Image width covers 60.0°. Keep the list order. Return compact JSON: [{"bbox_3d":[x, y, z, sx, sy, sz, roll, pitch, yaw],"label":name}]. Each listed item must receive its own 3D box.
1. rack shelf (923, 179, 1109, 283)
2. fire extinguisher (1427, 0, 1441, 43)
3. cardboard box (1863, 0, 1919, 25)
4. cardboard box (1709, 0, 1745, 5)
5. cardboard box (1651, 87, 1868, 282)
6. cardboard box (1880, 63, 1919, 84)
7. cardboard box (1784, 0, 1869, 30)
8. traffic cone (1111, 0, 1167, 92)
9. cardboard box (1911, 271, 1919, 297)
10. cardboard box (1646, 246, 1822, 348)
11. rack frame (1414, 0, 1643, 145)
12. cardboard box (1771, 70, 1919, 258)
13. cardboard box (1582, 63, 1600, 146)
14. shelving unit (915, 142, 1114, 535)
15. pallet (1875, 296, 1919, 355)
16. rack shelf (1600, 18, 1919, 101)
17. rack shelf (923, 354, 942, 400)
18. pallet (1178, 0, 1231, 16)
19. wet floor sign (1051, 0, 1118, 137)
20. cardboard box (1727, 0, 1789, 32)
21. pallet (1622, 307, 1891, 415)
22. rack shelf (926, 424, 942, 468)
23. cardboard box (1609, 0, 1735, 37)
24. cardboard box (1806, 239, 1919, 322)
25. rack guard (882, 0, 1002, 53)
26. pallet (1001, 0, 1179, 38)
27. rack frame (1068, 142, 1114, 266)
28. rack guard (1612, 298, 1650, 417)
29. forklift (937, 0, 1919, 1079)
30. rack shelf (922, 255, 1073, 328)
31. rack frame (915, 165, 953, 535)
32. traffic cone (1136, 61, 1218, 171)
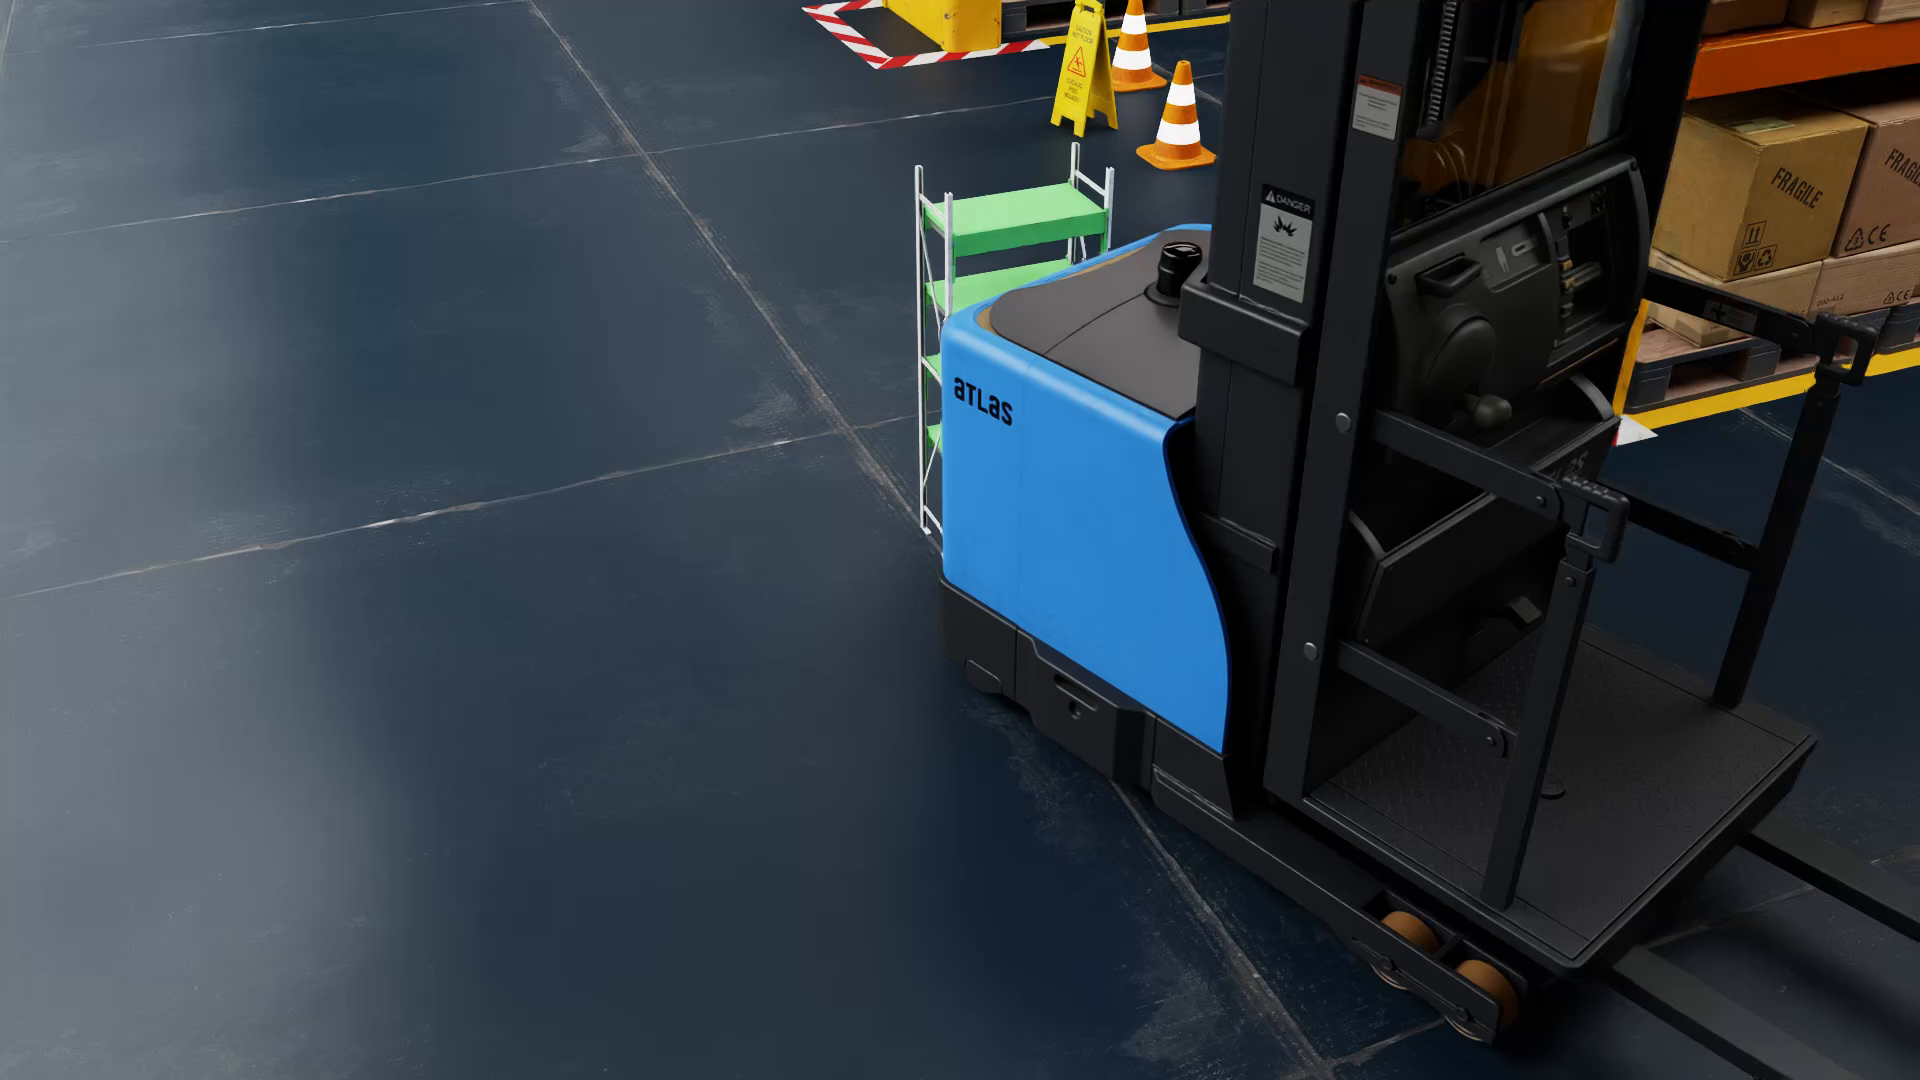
[{"bbox_3d":[0.153,-0.887,4.750,0.480,0.148,0.258,-13,35,-19],"label":"rack shelf"},{"bbox_3d":[1.622,-2.082,5.771,0.183,0.674,0.296,-13,35,-19],"label":"fire extinguisher"},{"bbox_3d":[3.054,-1.876,5.613,0.250,0.149,0.380,-12,35,-18],"label":"cardboard box"},{"bbox_3d":[2.450,-2.034,5.262,0.500,0.500,0.500,-13,35,-20],"label":"cardboard box"},{"bbox_3d":[2.778,-1.282,5.918,0.500,0.500,0.500,-14,36,-21],"label":"cardboard box"},{"bbox_3d":[3.725,-1.496,6.247,0.500,0.500,0.500,-12,35,-18],"label":"cardboard box"},{"bbox_3d":[2.803,-1.845,5.566,0.250,0.149,0.380,-14,36,-20],"label":"cardboard box"},{"bbox_3d":[0.936,-2.710,8.990,0.334,0.463,0.336,-13,35,-19],"label":"traffic cone"},{"bbox_3d":[3.729,-1.188,6.461,0.500,0.250,0.500,-11,35,-16],"label":"cardboard box"},{"bbox_3d":[2.757,-0.962,6.114,0.500,0.250,0.500,-13,35,-19],"label":"cardboard box"},{"bbox_3d":[1.906,-1.907,5.431,0.127,3.000,1.000,-13,35,-19],"label":"rack frame"},{"bbox_3d":[3.259,-1.394,6.091,0.500,0.500,0.500,-14,36,-21],"label":"cardboard box"},{"bbox_3d":[2.544,-1.545,6.323,0.500,0.500,0.500,-13,35,-19],"label":"cardboard box"},{"bbox_3d":[0.153,-0.538,4.977,0.503,1.200,0.258,-13,35,-19],"label":"shelving unit"},{"bbox_3d":[3.862,-1.164,6.845,1.213,0.211,1.003,-13,35,-19],"label":"pallet"},{"bbox_3d":[3.750,-2.028,6.276,4.000,0.370,1.077,-13,35,-19],"label":"rack shelf"},{"bbox_3d":[0.153,-0.484,5.011,0.480,0.148,0.258,-13,35,-19],"label":"rack shelf"},{"bbox_3d":[1.727,-3.670,10.697,1.213,0.211,1.003,-13,35,-19],"label":"pallet"},{"bbox_3d":[0.636,-2.386,8.326,0.232,0.644,0.267,-19,38,-27],"label":"wet floor sign"},{"bbox_3d":[2.527,-1.830,5.543,0.250,0.149,0.380,-12,35,-18],"label":"cardboard box"},{"bbox_3d":[2.739,-0.908,6.452,1.213,0.211,1.003,-13,35,-19],"label":"pallet"},{"bbox_3d":[0.153,-0.283,5.142,0.480,0.148,0.258,-13,35,-19],"label":"rack shelf"},{"bbox_3d":[2.299,-1.770,5.450,0.250,0.149,0.380,-13,35,-19],"label":"cardboard box"},{"bbox_3d":[3.230,-1.066,6.274,0.500,0.250,0.500,-12,35,-17],"label":"cardboard box"},{"bbox_3d":[-0.126,-3.322,9.898,0.348,0.500,1.175,-13,35,-19],"label":"rack guard"},{"bbox_3d":[0.603,-3.414,10.304,1.213,0.211,1.003,-13,35,-19],"label":"pallet"},{"bbox_3d":[0.378,-0.589,5.056,0.015,1.200,0.240,-13,35,-19],"label":"rack frame"},{"bbox_3d":[1.976,-0.876,6.137,0.348,0.500,1.175,-13,35,-19],"label":"rack guard"},{"bbox_3d":[1.297,-0.467,3.281,1.130,2.935,3.031,-26,41,-34],"label":"forklift"},{"bbox_3d":[0.153,-0.685,4.880,0.480,0.148,0.258,-13,35,-19],"label":"rack shelf"},{"bbox_3d":[-0.072,-0.486,4.897,0.015,1.200,0.240,-13,35,-19],"label":"rack frame"},{"bbox_3d":[1.060,-2.070,8.007,0.334,0.463,0.336,-13,35,-19],"label":"traffic cone"}]
